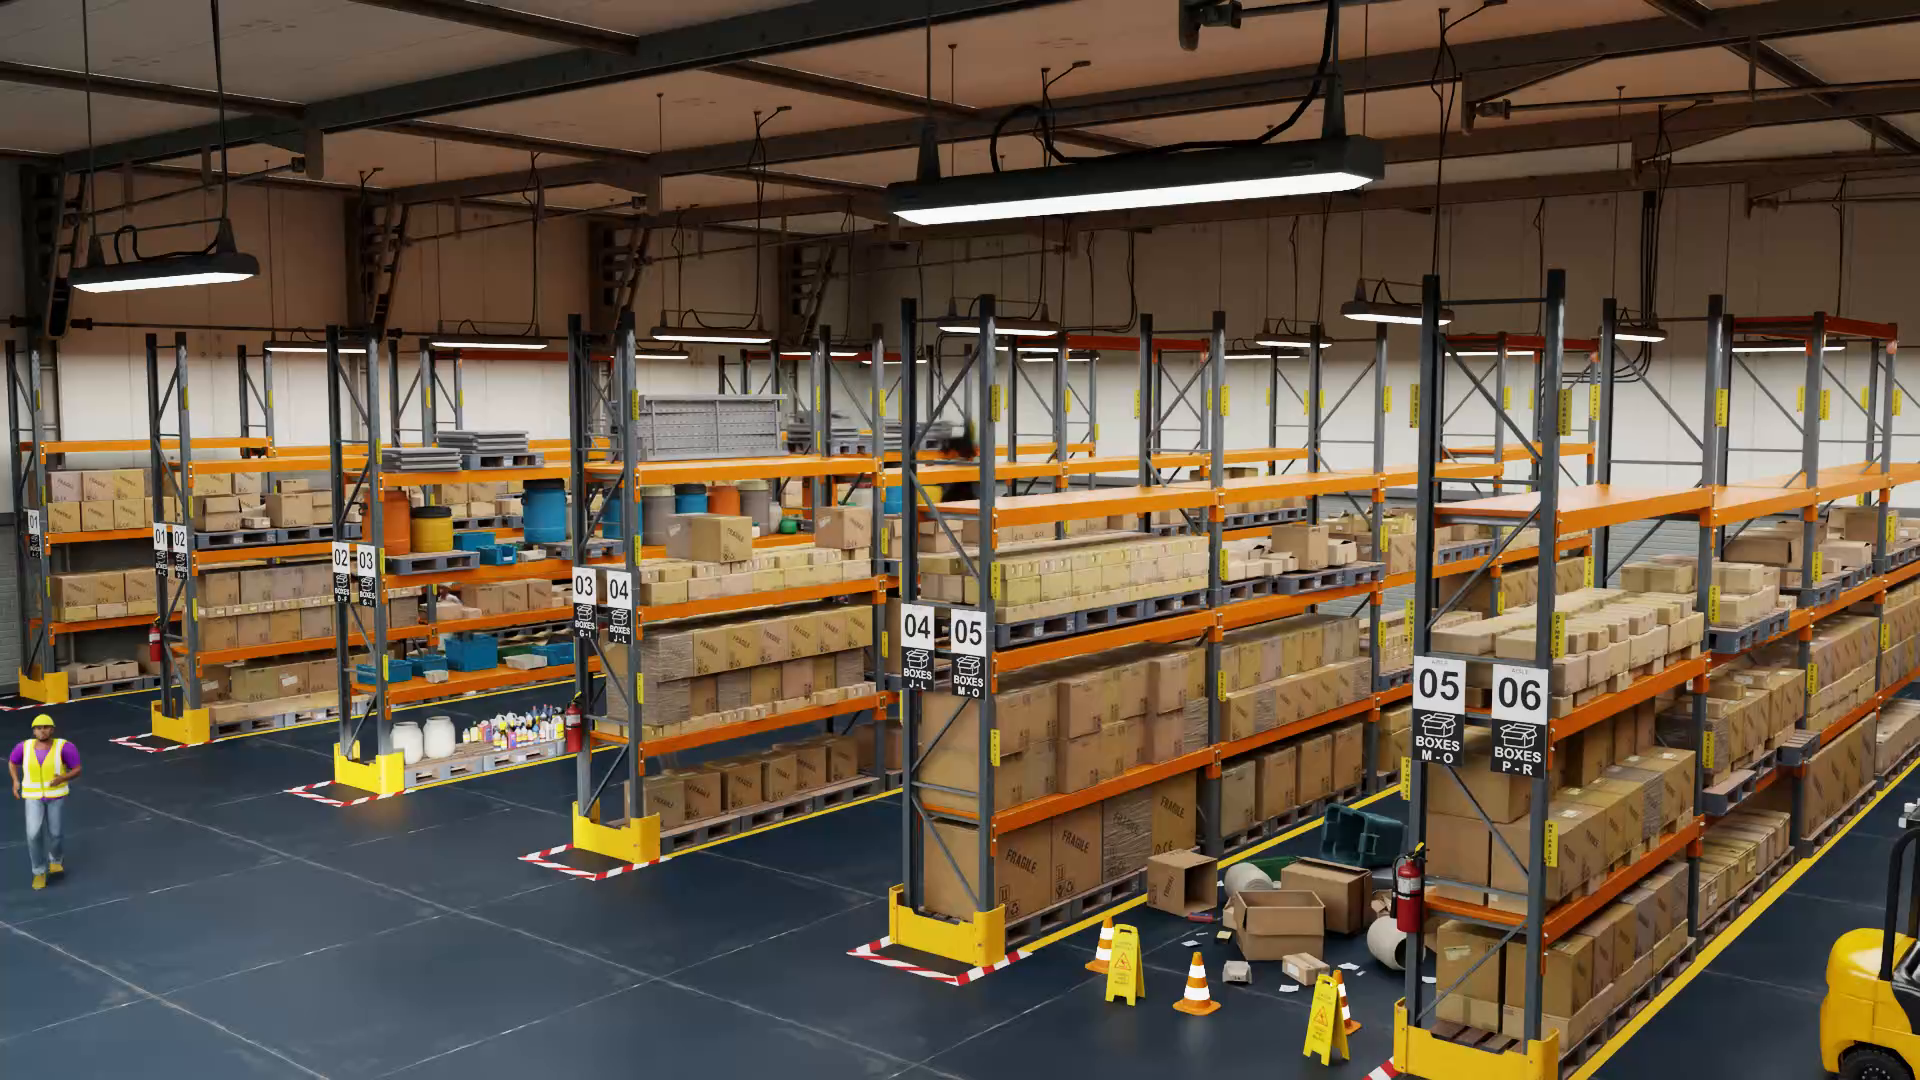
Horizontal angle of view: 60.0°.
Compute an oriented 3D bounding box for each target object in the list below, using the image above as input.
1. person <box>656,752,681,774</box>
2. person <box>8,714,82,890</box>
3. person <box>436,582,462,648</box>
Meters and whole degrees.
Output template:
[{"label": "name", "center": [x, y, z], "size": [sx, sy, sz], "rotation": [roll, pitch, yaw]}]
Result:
[{"label": "person", "center": [-3.863, 2.347, 21.561], "size": [0.671, 1.805, 0.735], "rotation": [3, 6, 31]}, {"label": "person", "center": [-9.590, 2.734, 17.448], "size": [0.695, 1.837, 0.670], "rotation": [-2, 6, -24]}, {"label": "person", "center": [-9.298, 1.590, 30.024], "size": [0.661, 1.745, 0.586], "rotation": [4, 7, 41]}]
